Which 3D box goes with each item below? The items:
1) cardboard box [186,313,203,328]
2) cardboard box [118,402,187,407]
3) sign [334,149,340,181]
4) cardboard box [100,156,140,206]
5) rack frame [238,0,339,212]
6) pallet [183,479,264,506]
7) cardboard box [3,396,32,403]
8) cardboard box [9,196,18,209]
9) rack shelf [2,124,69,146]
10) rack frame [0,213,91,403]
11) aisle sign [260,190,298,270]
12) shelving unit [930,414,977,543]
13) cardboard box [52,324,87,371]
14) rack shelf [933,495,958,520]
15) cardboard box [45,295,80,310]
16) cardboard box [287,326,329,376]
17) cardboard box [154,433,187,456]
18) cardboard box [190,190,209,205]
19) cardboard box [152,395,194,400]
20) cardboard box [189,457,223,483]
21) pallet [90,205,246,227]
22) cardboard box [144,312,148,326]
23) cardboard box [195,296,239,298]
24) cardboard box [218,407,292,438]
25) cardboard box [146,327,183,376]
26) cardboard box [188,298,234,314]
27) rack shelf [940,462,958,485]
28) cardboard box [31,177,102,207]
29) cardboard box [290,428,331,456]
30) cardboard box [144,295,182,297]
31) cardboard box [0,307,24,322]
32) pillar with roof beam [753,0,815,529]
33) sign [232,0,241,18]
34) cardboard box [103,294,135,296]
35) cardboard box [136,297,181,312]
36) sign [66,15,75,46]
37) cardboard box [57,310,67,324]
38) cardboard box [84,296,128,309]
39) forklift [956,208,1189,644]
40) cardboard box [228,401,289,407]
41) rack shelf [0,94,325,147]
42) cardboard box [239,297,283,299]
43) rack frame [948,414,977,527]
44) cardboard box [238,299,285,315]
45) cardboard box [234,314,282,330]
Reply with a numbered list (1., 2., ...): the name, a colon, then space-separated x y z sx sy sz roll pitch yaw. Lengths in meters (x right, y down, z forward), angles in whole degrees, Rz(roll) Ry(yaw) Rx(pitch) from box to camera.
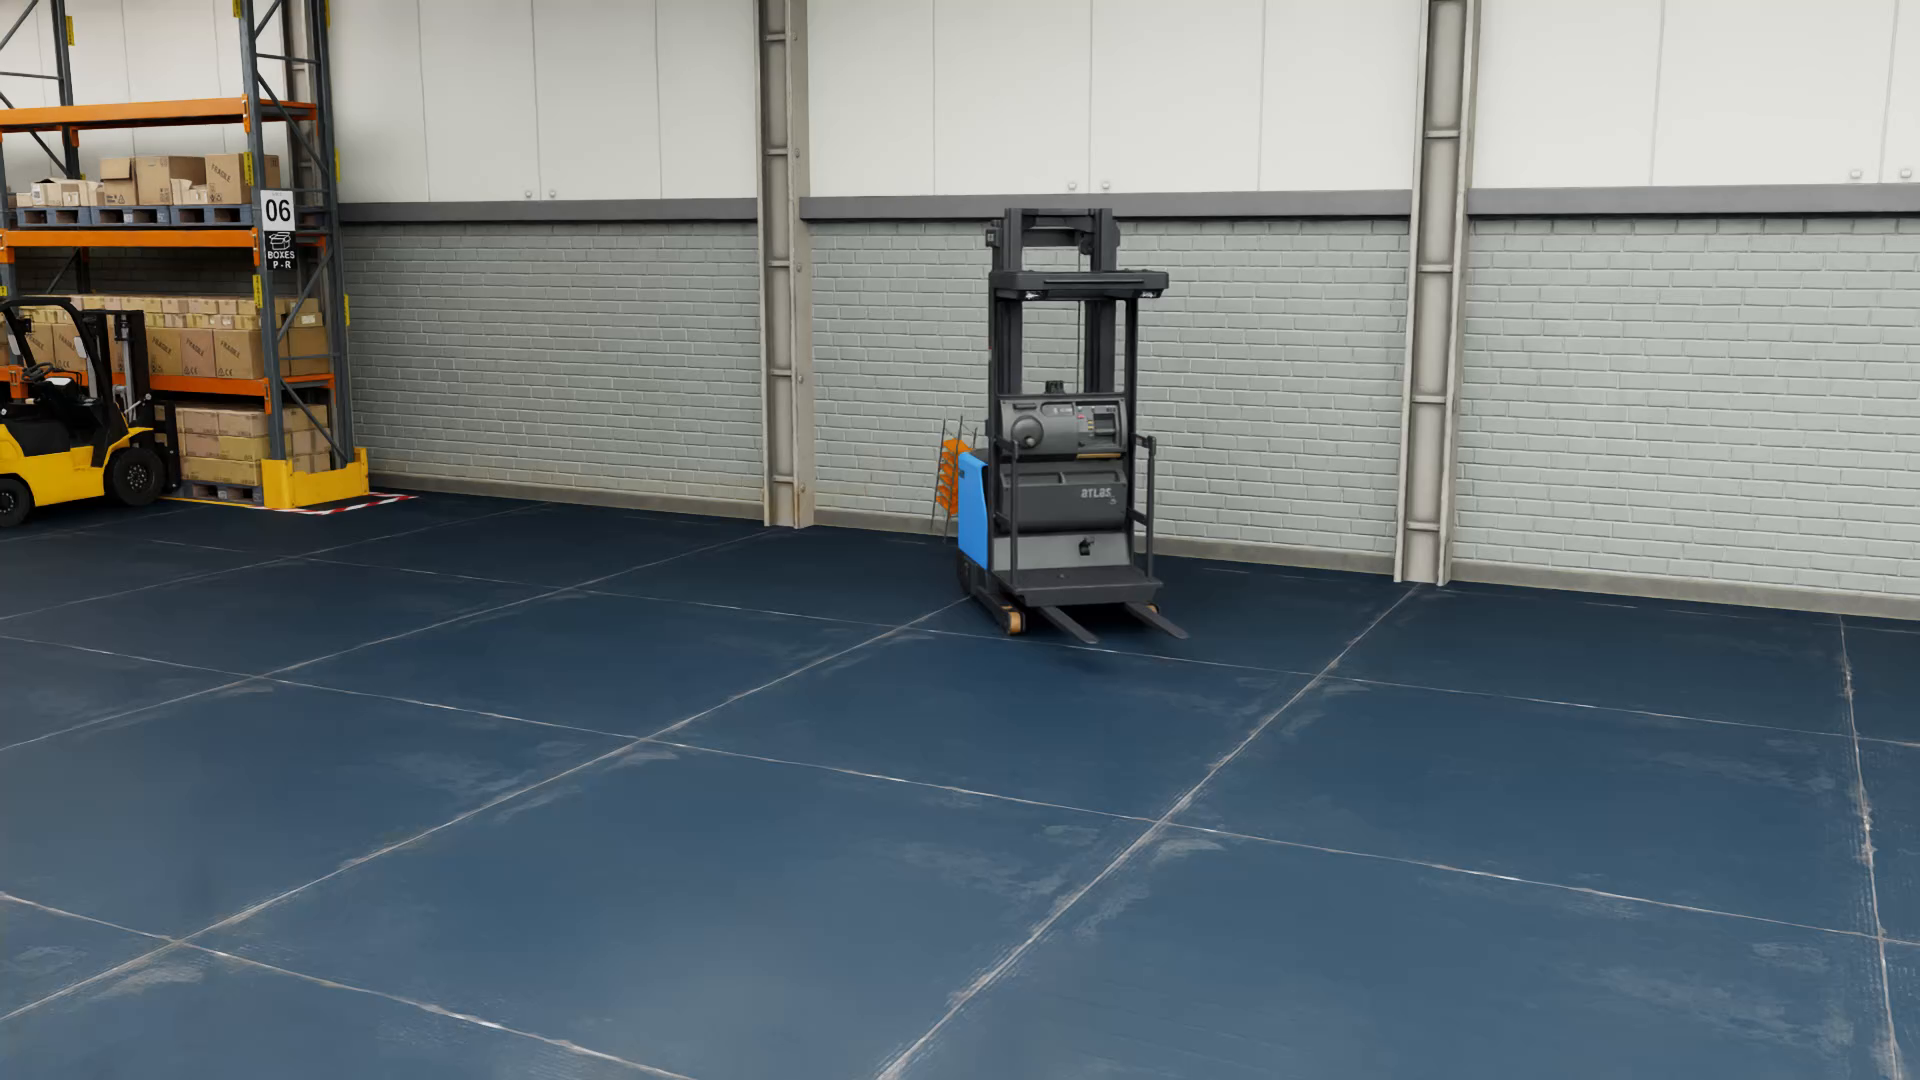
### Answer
1. cardboard box: -7.899 -2.314 17.510 0.250 0.149 0.380 5 11 25
2. cardboard box: -8.719 -1.347 18.002 0.500 0.250 0.500 5 11 25
3. sign: -6.548 -3.929 17.438 0.005 0.325 0.100 5 11 26
4. cardboard box: -8.686 -3.823 17.780 0.637 0.503 0.797 5 12 28
5. rack frame: -6.799 -4.848 16.768 0.127 3.000 1.000 5 11 26
6. pallet: -7.503 -0.577 17.847 1.213 0.211 1.003 5 11 26
7. cardboard box: -11.552 -1.351 19.780 0.625 0.625 0.875 5 11 25
8. cardboard box: -11.061 -3.918 19.296 0.250 0.149 0.380 5 11 26
9. rack shelf: -12.180 -4.770 19.480 4.000 0.370 1.077 5 11 26
10. rack frame: -10.386 -2.211 19.044 0.127 3.000 1.000 5 11 26
11. aisle sign: -6.870 -3.123 16.783 0.004 0.787 0.394 5 11 26
12. shelving unit: -0.061 -0.534 14.772 0.189 1.200 0.258 -18 44 -31
13. cardboard box: -9.629 -2.145 18.400 0.500 0.500 0.500 5 12 27
14. rack shelf: -0.092 -0.307 14.941 0.180 0.103 0.258 -18 44 -31
15. cardboard box: -9.949 -2.650 18.532 0.250 0.149 0.380 5 11 27
16. cardboard box: -7.120 -2.028 17.755 0.500 0.500 0.500 5 12 28
17. cardboard box: -8.291 -1.062 17.836 0.500 0.250 0.500 5 11 25
18. cardboard box: -7.677 -3.521 17.104 0.250 0.149 0.380 5 11 24
19. cardboard box: -8.951 -1.469 18.680 0.500 0.250 0.500 5 11 26
20. cardboard box: -7.802 -0.777 17.661 0.500 0.250 0.500 5 11 26
21. pallet: -8.520 -3.484 17.904 1.213 0.211 1.003 5 11 26
22. cardboard box: -8.579 -2.378 17.865 0.250 0.149 0.380 5 11 25
23. cardboard box: -8.123 -2.591 18.205 0.250 0.149 0.380 5 11 24
24. cardboard box: -7.350 -1.228 17.346 0.500 0.250 0.500 5 12 28
25. cardboard box: -8.277 -2.025 17.733 0.500 0.500 0.500 5 11 25
26. cardboard box: -7.885 -2.467 17.524 0.250 0.149 0.380 5 11 26
27. rack shelf: -0.053 -0.594 14.727 0.180 0.103 0.258 -18 44 -31
28. cardboard box: -9.748 -3.795 18.161 0.500 0.311 0.500 5 12 27
29. cardboard box: -7.129 -1.066 17.854 0.500 0.250 0.500 5 12 27
30. cardboard box: -8.832 -2.643 18.493 0.250 0.149 0.380 5 11 25
31. cardboard box: -10.791 -2.571 18.930 0.250 0.149 0.380 5 12 28
32. pillar with roof beam: -3.549 -3.886 11.456 0.400 9.000 9.100 5 11 26
33. sign: -7.052 -5.261 16.206 0.005 0.325 0.100 5 11 26
34. cardboard box: -9.516 -2.704 18.829 0.250 0.149 0.380 5 11 25
35. cardboard box: -8.592 -2.525 17.842 0.250 0.149 0.380 5 11 27
36. sign: -10.119 -5.787 18.892 0.005 0.325 0.100 5 11 26
37. cardboard box: -9.738 -2.476 18.406 0.250 0.149 0.380 5 11 26
38. cardboard box: -9.294 -2.576 18.121 0.250 0.149 0.380 5 11 25
39. forklift: 0.796 -0.853 11.731 1.130 2.935 3.031 -2 11 -13
40. cardboard box: -7.596 -1.348 18.012 0.500 0.250 0.500 5 11 26
41. rack shelf: -8.593 -4.455 17.739 4.000 0.370 1.077 5 11 26
42. cardboard box: -7.469 -2.516 17.790 0.250 0.149 0.380 5 12 27
43. rack frame: 0.014 -0.558 14.819 0.006 1.200 0.240 -18 44 -31
44. cardboard box: -7.214 -2.405 17.179 0.250 0.149 0.380 5 11 26
45. cardboard box: -7.234 -2.247 17.140 0.250 0.149 0.380 5 11 27
